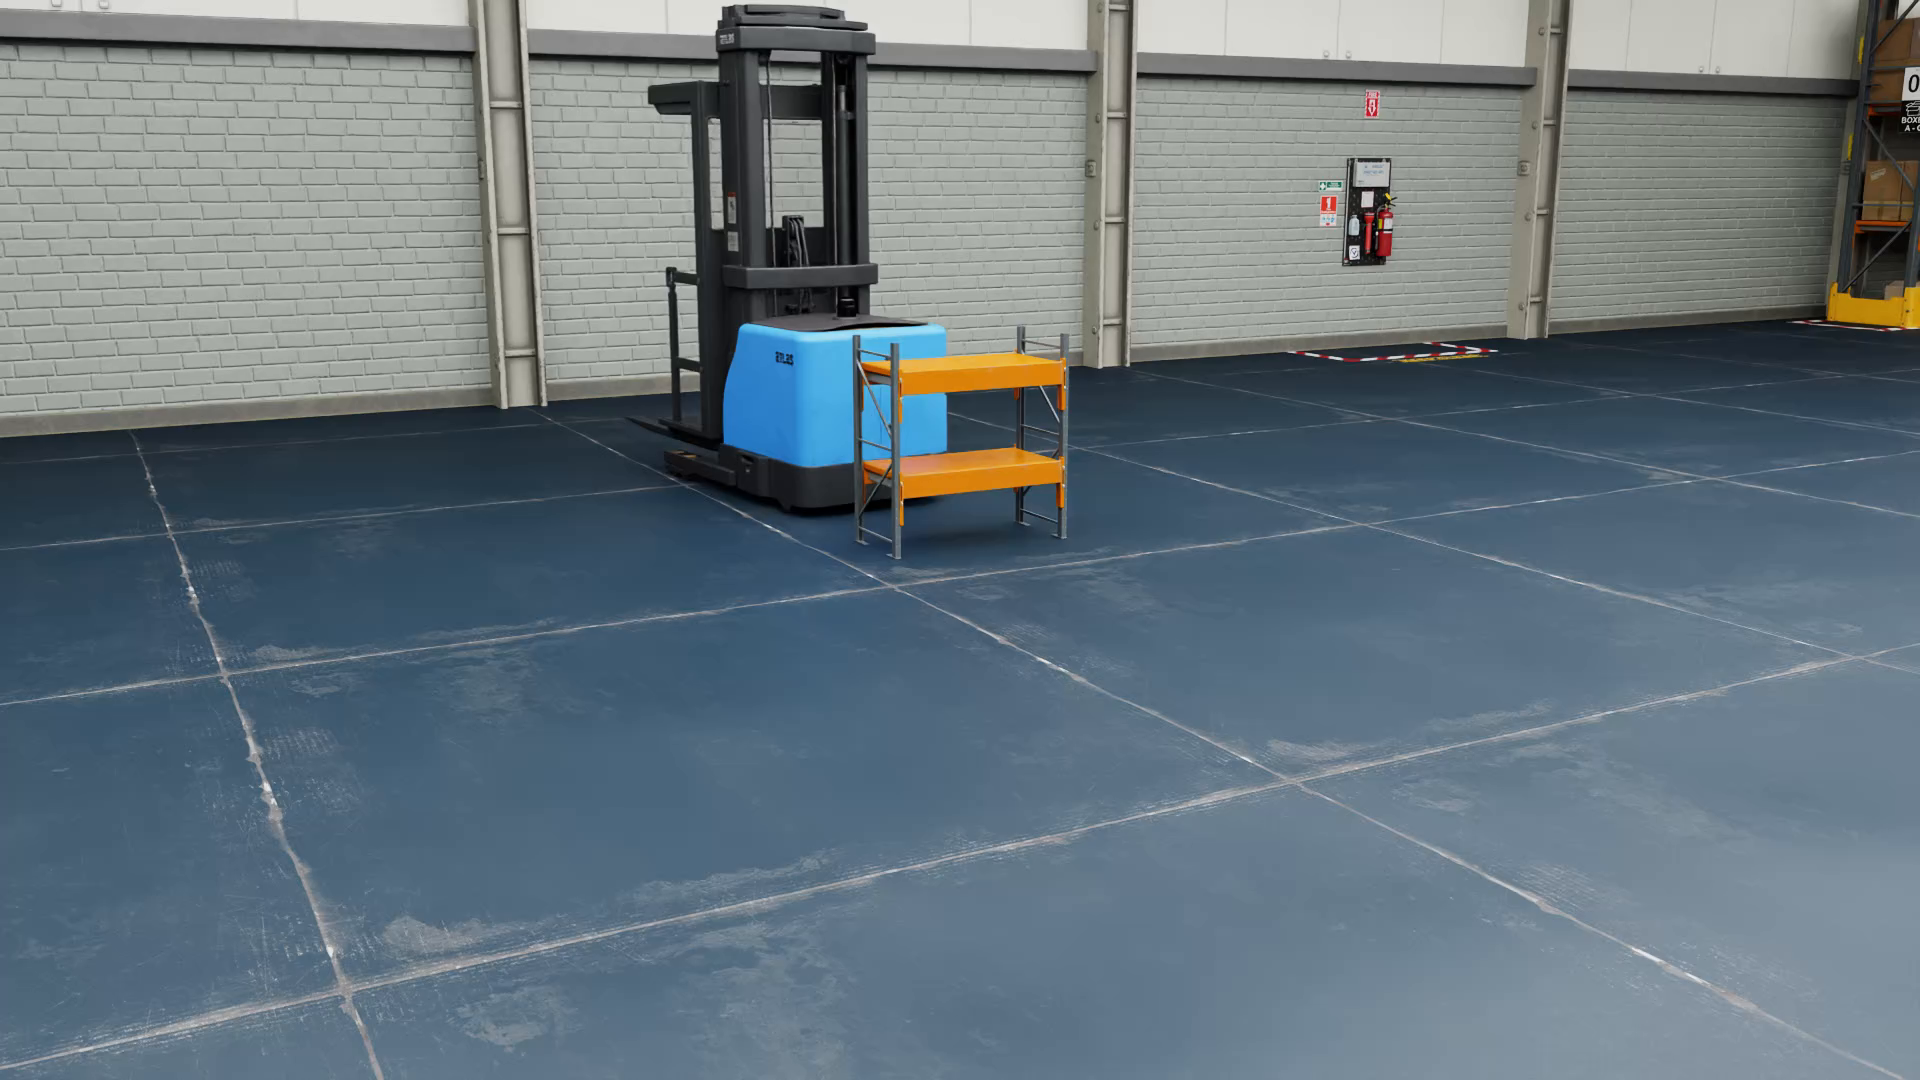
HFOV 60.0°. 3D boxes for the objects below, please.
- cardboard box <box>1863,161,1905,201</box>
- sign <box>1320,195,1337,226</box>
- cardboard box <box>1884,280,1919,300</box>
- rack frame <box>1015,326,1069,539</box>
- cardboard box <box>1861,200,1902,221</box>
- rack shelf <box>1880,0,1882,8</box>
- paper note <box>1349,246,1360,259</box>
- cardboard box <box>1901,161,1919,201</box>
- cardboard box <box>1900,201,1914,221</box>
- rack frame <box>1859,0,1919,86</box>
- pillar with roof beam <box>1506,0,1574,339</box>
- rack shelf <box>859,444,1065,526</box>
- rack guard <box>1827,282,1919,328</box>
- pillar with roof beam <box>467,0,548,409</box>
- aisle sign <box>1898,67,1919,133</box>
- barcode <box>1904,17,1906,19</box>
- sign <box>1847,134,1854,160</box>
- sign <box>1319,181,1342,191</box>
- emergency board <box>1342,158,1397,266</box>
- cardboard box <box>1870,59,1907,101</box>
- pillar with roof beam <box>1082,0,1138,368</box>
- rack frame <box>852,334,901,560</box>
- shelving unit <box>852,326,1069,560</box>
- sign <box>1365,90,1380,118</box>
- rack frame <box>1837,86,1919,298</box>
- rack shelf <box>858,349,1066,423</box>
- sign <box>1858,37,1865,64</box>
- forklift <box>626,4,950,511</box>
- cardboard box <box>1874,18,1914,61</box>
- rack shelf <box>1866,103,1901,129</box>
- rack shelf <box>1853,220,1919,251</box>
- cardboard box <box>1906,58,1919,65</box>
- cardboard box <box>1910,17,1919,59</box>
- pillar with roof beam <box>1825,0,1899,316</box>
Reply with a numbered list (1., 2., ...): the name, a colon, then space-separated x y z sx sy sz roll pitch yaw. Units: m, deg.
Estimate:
1. cardboard box: 12.141 -4.667 21.601 0.500 0.500 0.500 -7 14 -28
2. sign: 4.041 -3.609 18.234 0.234 0.329 0.001 -7 14 -28
3. cardboard box: 12.480 -3.232 21.760 0.500 0.311 0.500 -9 15 -34
4. rack frame: 0.452 -0.603 9.226 0.032 1.125 0.500 -7 14 -28
5. cardboard box: 12.147 -4.297 21.666 0.500 0.250 0.500 -7 14 -27
6. rack shelf: 13.585 -7.058 21.623 4.000 0.370 1.077 -7 14 -28
7. paper note: 4.387 -3.195 18.481 0.142 0.148 0.016 -7 14 -28
8. cardboard box: 12.392 -4.568 21.165 0.500 0.500 0.500 -7 14 -28
9. cardboard box: 12.410 -4.200 21.238 0.500 0.250 0.500 -7 15 -29
10. rack frame: 11.829 -7.200 20.608 0.127 3.000 1.000 -7 14 -28
11. pillar with roof beam: 8.826 -5.980 15.185 0.400 9.000 9.100 -7 14 -28
12. rack shelf: 0.006 -0.311 9.043 1.000 0.278 0.538 -7 14 -28
13. rack guard: 11.896 -3.062 21.577 0.348 0.500 1.175 -7 14 -28
14. pillar with roof beam: -1.707 -4.718 9.576 0.400 9.000 9.100 -7 14 -28
15. aisle sign: 11.910 -5.477 20.691 0.004 0.787 0.394 -7 14 -28
16. barcode: 12.213 -6.737 21.511 0.075 0.075 0.001 -7 14 -28
17. sign: 11.581 -5.102 21.590 0.005 0.325 0.100 -7 14 -28
18. sign: 4.049 -3.867 18.170 0.331 0.109 0.001 -7 14 -28
19. emergency board: 4.576 -3.630 18.408 0.643 1.169 0.194 -7 14 -28
20. cardboard box: 12.074 -5.888 21.336 0.500 0.500 0.500 -6 14 -24
21. pillar with roof beam: 3.559 -5.349 12.380 0.400 9.000 9.100 -7 14 -28
22. rack frame: -0.440 -0.496 8.751 0.032 1.125 0.500 -7 14 -28
23. shelving unit: 0.006 -0.549 8.989 1.048 1.125 0.538 -7 14 -28
24. sign: 4.521 -4.779 18.235 0.199 0.298 0.001 -7 14 -28
25. rack frame: 11.829 -4.274 21.267 0.127 3.000 1.000 -7 14 -28
26. rack shelf: 0.006 -0.835 8.925 1.000 0.278 0.538 -7 14 -28
27. sign: 11.581 -6.278 21.325 0.005 0.325 0.100 -7 14 -28
28. forklift: -1.303 -1.874 10.760 1.130 2.935 3.031 -8 15 -33
29. cardboard box: 12.083 -6.379 21.240 0.500 0.500 0.500 -6 14 -25
30. rack shelf: 13.585 -5.596 21.952 4.000 0.370 1.077 -7 14 -28
31. rack shelf: 13.585 -4.133 22.281 4.000 0.370 1.077 -7 14 -28
32. cardboard box: 12.243 -5.783 20.867 0.500 0.500 0.500 -6 14 -26
33. cardboard box: 12.284 -6.277 20.787 0.500 0.500 0.500 -8 15 -32
34. pillar with roof beam: 14.092 -6.611 17.990 0.400 9.000 9.100 -7 14 -28
